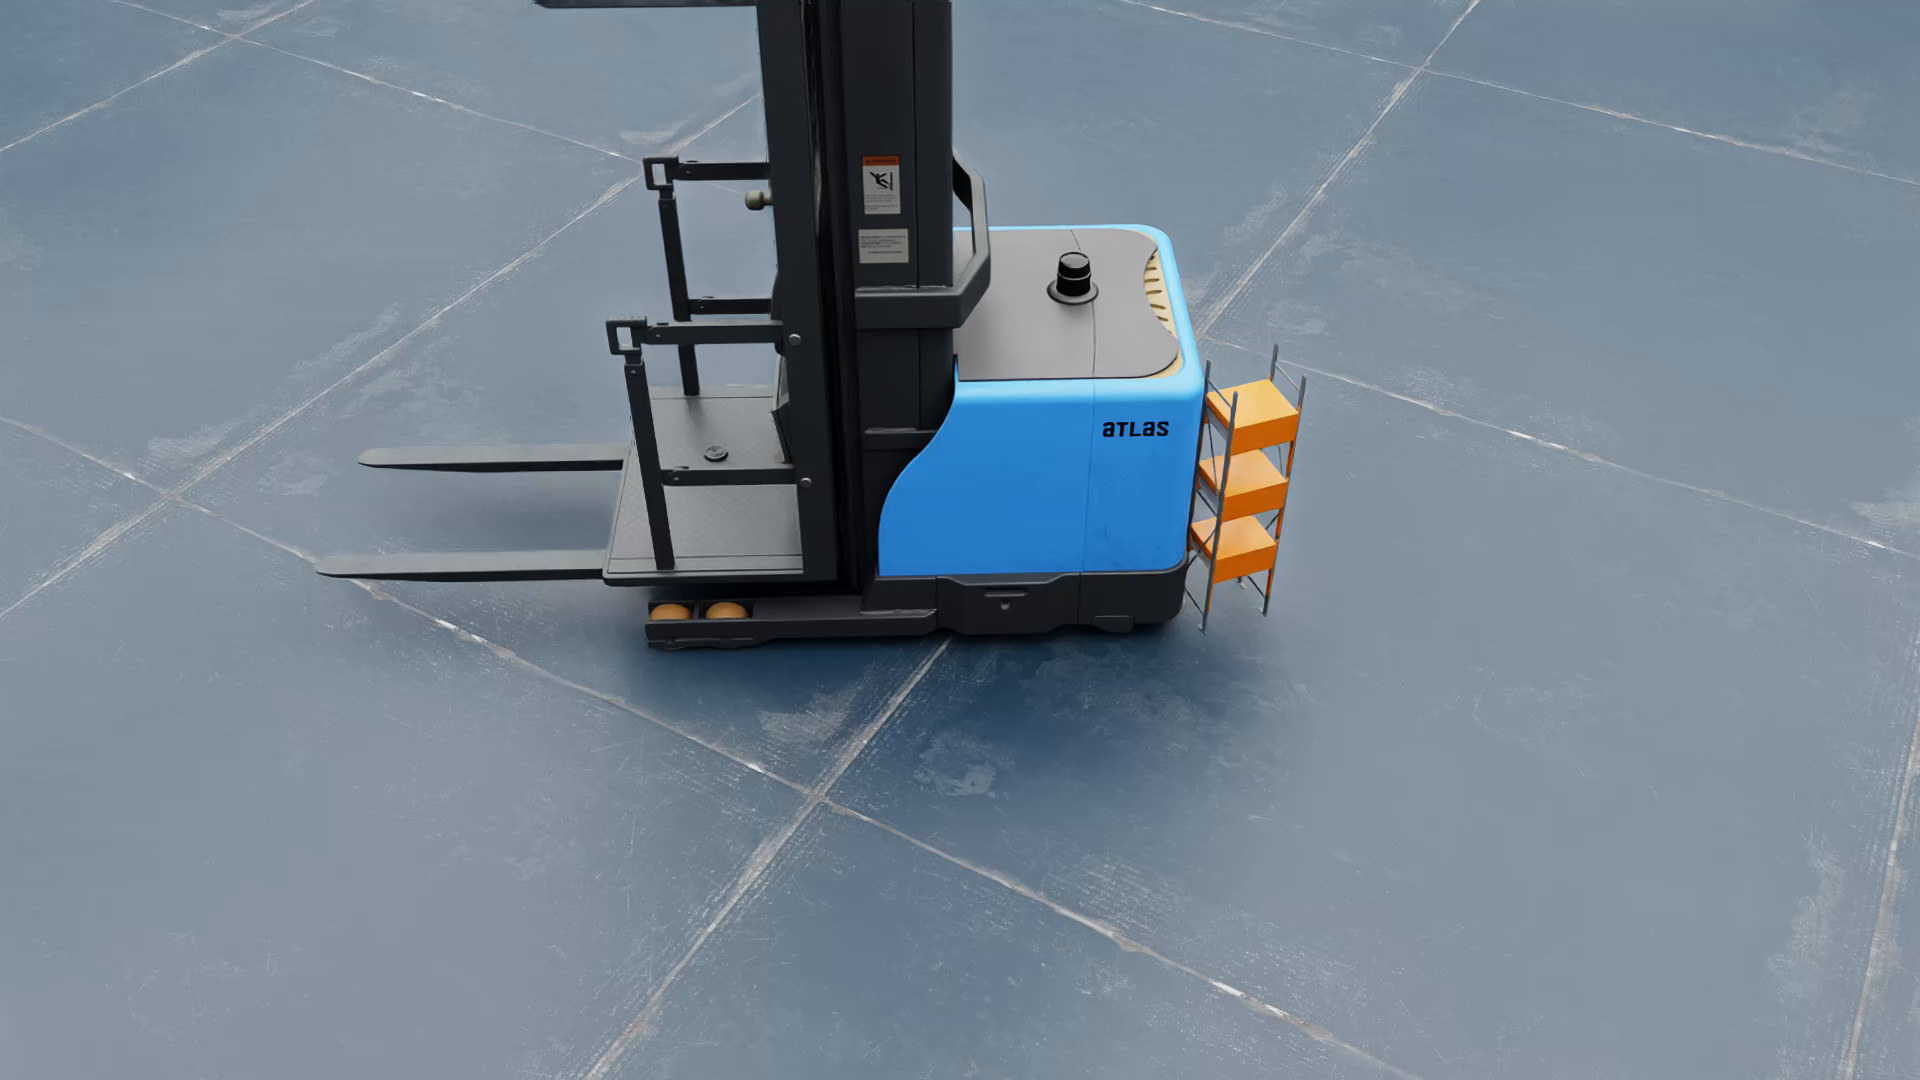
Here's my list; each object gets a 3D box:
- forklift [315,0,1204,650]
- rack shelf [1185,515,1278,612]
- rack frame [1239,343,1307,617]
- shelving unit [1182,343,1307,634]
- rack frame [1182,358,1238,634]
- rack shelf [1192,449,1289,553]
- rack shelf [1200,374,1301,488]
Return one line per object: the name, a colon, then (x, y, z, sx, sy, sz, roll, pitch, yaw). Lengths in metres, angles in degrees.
forklift: (-0.742, -1.072, 5.250, 3.031, 2.935, 1.130, -1, 41, -1)
rack shelf: (0.943, 0.063, 5.820, 0.240, 0.259, 0.215, -14, 43, -15)
rack frame: (1.057, -0.182, 5.662, 0.008, 1.050, 0.200, -14, 43, -15)
shelving unit: (0.943, -0.153, 5.630, 0.252, 1.050, 0.215, -14, 43, -15)
rack frame: (0.829, -0.125, 5.597, 0.008, 1.050, 0.200, -14, 43, -15)
rack shelf: (0.943, -0.145, 5.637, 0.240, 0.259, 0.215, -14, 43, -15)
rack shelf: (0.943, -0.358, 5.449, 0.240, 0.259, 0.215, -14, 43, -15)
